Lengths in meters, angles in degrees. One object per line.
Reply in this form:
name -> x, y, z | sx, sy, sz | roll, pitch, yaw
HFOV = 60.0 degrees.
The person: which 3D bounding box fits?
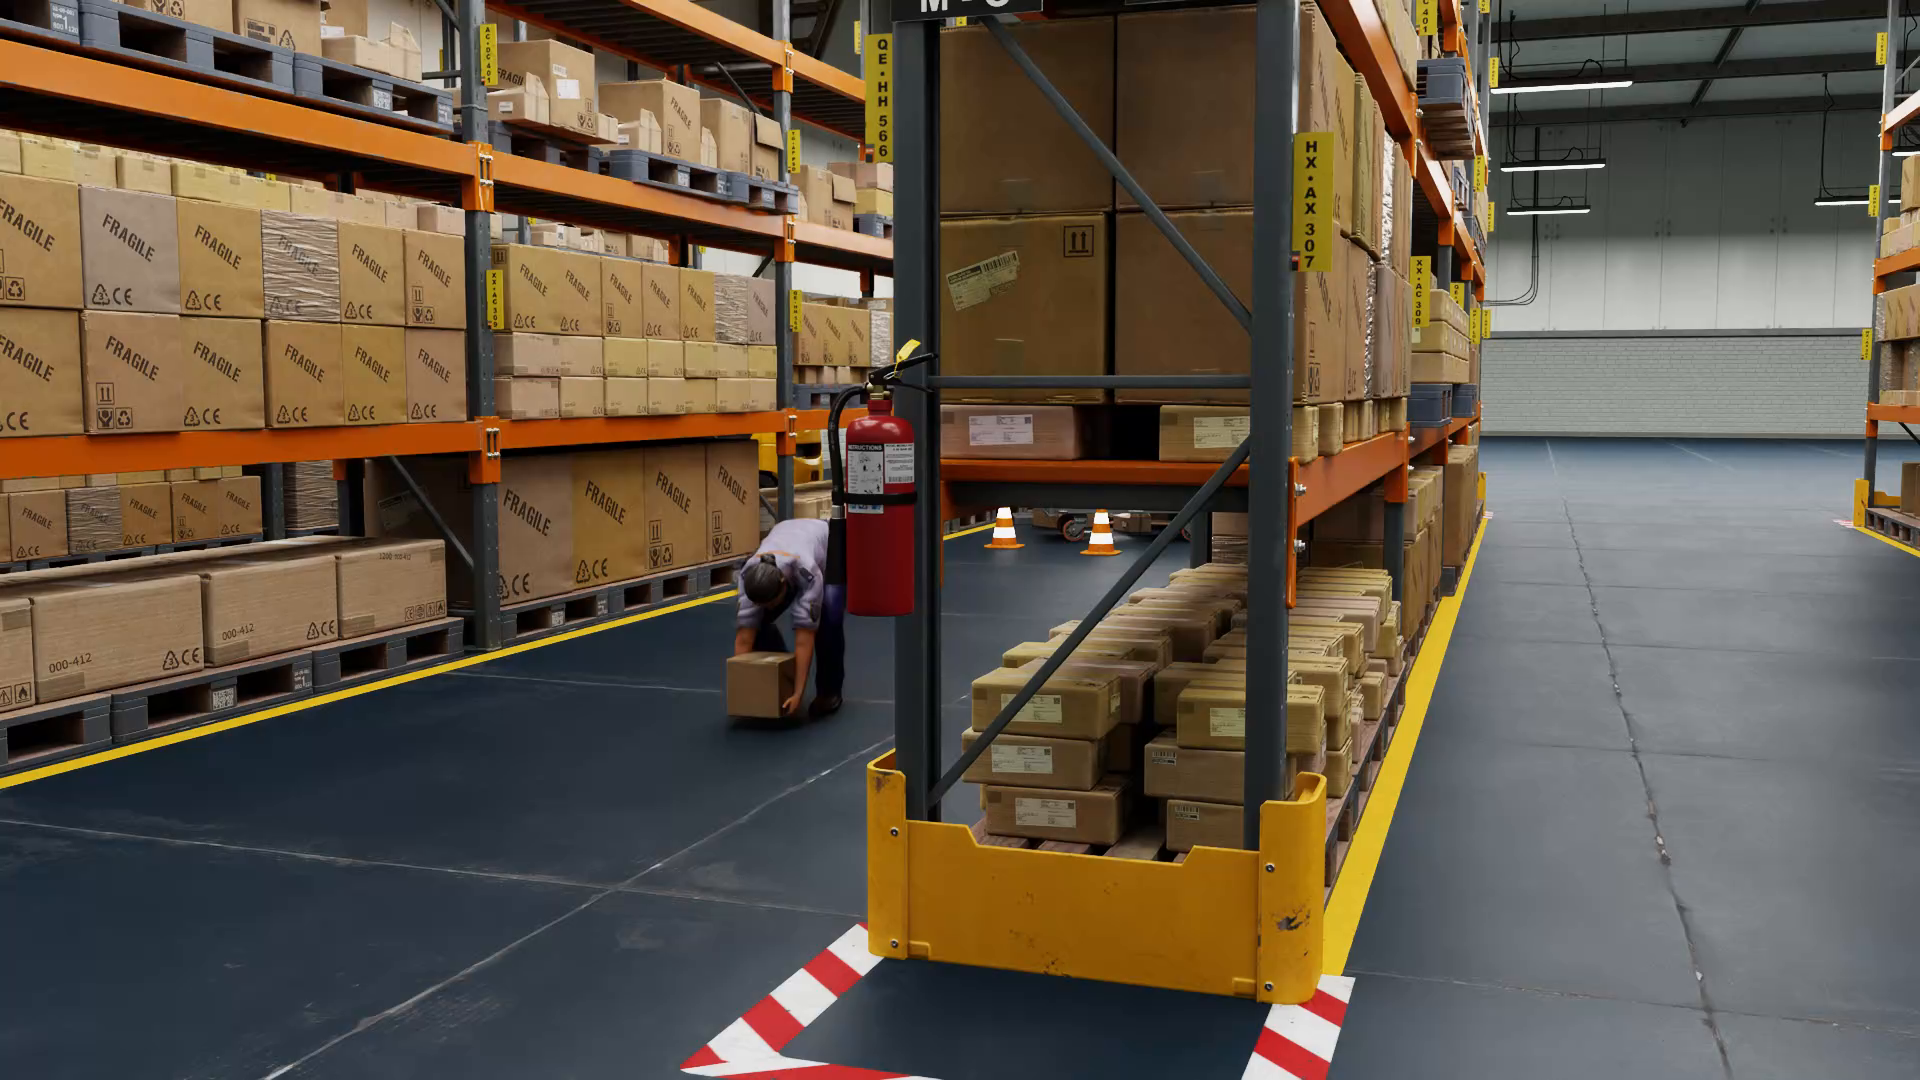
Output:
person -> -0.773, 0.357, 7.640 | 0.502, 0.881, 0.898 | 2, 6, 16
